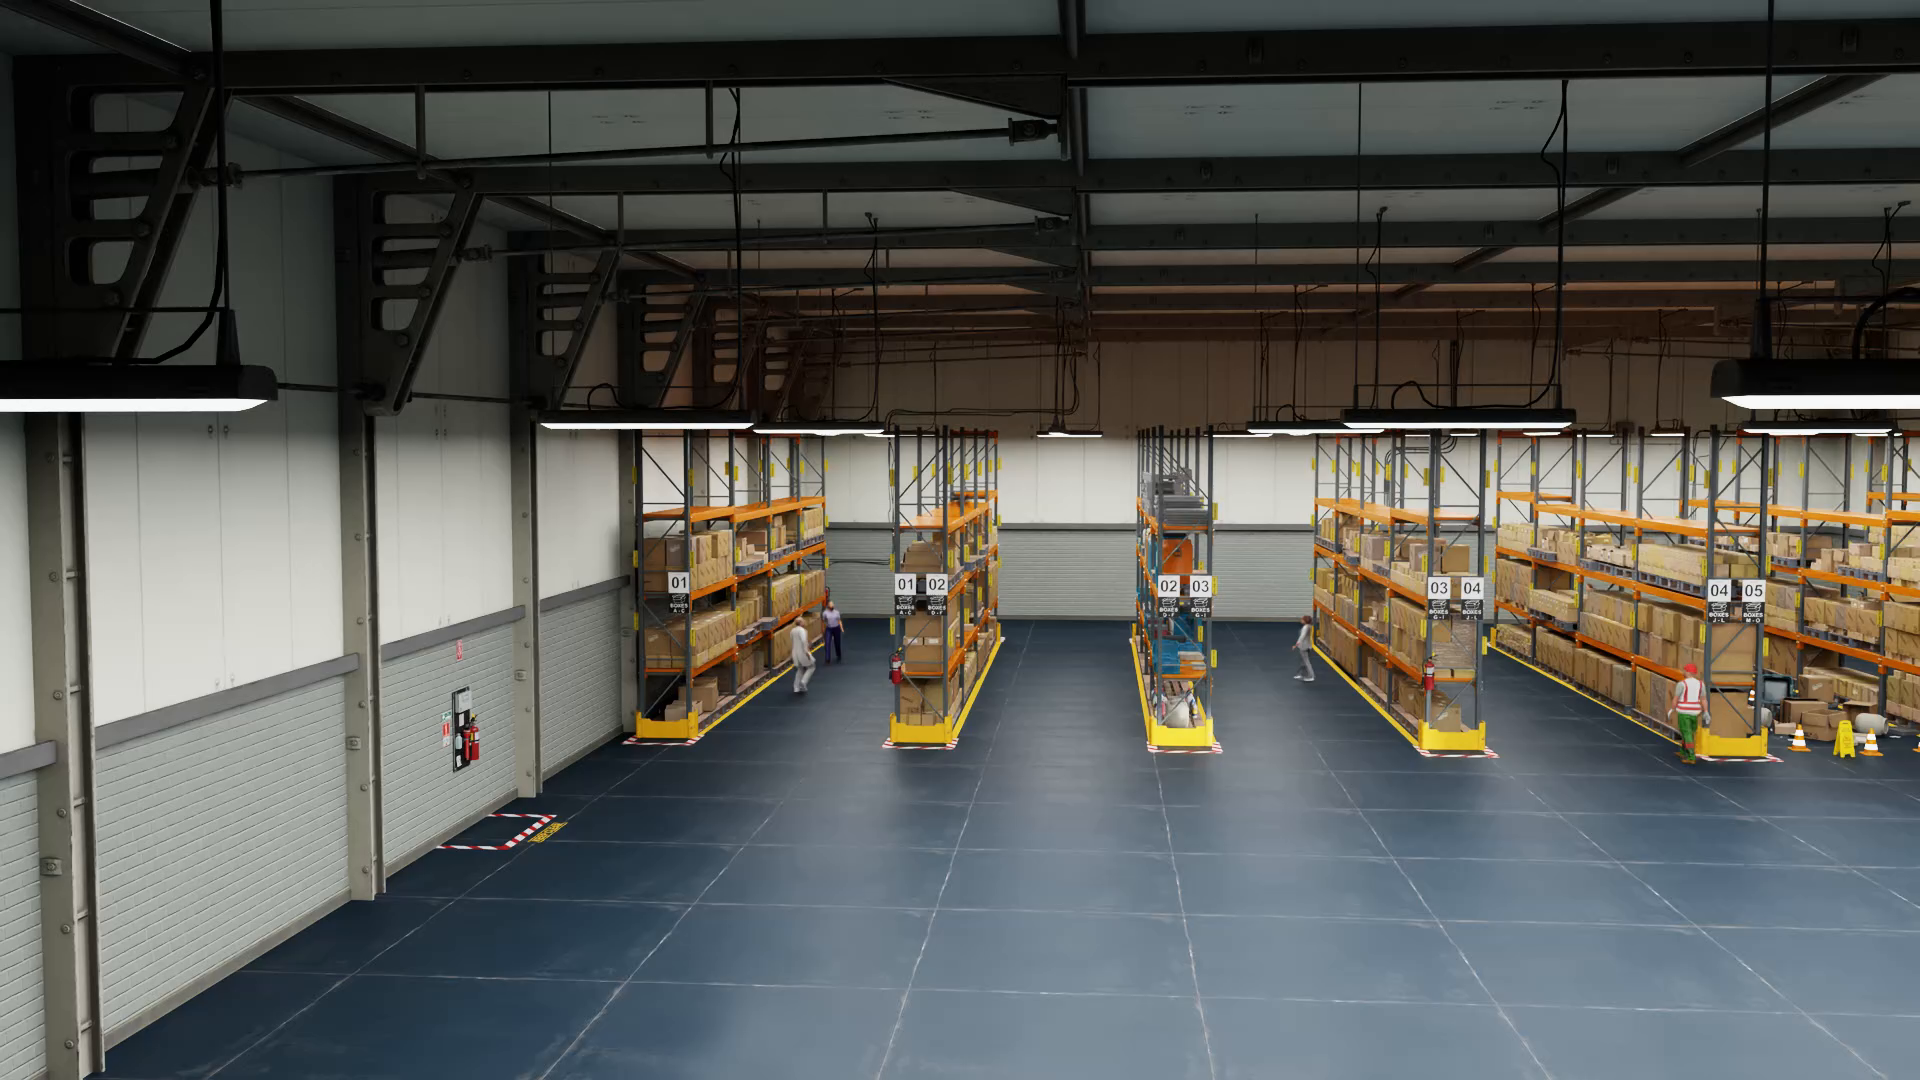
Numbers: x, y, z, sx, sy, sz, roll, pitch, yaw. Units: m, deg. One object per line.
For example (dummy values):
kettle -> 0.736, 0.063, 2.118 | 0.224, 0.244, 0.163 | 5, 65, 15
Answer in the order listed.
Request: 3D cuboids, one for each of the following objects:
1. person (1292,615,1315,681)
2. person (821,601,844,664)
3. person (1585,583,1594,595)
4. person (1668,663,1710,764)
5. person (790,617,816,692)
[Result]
person -> 8.118, 2.555, 39.467 | 0.500, 1.567, 0.793 | -3, 5, -41
person -> -3.267, 2.358, 42.762 | 0.611, 1.584, 0.988 | 0, 3, 4
person -> 17.853, 2.048, 47.163 | 0.546, 1.653, 0.450 | 0, 3, 2
person -> 12.908, 3.045, 29.528 | 0.640, 1.745, 0.950 | 0, 3, -2
person -> -3.568, 2.618, 37.850 | 0.673, 1.751, 0.718 | 2, 4, 33
